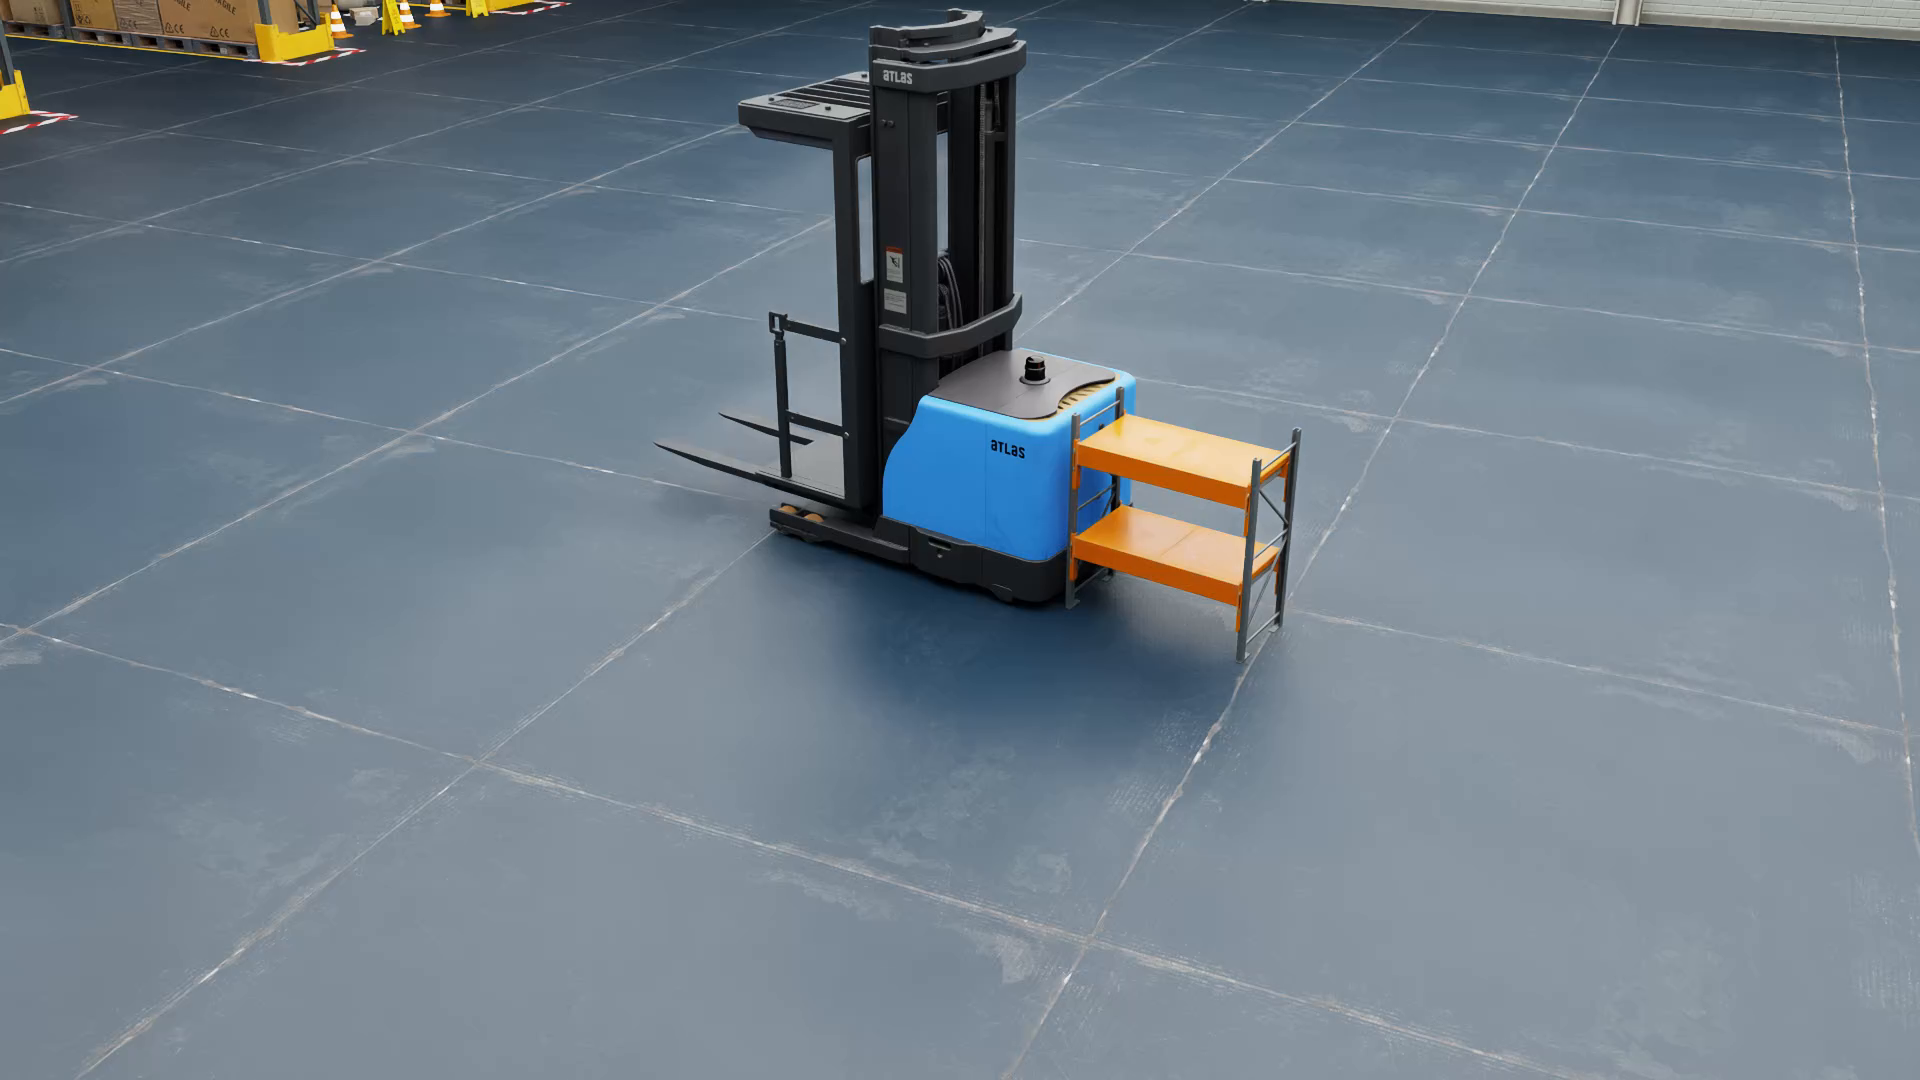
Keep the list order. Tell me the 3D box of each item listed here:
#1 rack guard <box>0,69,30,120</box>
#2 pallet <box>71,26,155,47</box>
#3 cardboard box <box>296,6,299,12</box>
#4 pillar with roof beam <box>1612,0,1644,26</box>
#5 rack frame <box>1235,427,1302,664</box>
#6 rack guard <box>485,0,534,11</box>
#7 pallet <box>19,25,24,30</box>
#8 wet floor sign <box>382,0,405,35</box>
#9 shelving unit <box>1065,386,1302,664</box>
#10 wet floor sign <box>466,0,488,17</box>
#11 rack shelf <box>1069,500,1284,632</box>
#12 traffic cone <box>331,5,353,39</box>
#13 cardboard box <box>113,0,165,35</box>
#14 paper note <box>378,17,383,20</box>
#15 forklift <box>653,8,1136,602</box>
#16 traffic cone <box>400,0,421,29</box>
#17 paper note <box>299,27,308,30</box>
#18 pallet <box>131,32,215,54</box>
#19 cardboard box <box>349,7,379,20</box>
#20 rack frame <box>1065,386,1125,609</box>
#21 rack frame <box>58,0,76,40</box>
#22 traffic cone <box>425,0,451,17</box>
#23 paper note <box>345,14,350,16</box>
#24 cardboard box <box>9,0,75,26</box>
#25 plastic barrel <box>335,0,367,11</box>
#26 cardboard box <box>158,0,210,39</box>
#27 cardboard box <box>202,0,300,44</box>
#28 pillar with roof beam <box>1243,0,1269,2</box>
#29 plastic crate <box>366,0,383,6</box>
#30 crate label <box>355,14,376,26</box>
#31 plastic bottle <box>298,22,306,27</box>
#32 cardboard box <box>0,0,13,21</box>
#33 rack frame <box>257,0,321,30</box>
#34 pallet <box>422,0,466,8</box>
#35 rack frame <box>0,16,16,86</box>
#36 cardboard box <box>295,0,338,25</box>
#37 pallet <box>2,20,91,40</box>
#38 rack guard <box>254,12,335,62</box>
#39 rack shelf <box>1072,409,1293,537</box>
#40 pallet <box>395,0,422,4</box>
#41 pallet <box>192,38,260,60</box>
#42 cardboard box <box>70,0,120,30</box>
[{"bbox_3d":[-11.769,-5.261,19.870,0.348,0.500,1.175,11,28,22],"label":"rack guard"},{"bbox_3d":[-12.537,-7.654,25.058,1.213,0.211,1.003,11,28,22],"label":"pallet"},{"bbox_3d":[-11.100,-8.765,26.830,0.503,0.637,0.797,11,28,22],"label":"cardboard box"},{"bbox_3d":[8.796,-10.509,20.907,0.400,9.000,9.100,11,28,22],"label":"pillar with roof beam"},{"bbox_3d":[1.560,0.032,8.412,0.032,1.125,0.500,17,31,31],"label":"rack frame"},{"bbox_3d":[-7.667,-9.246,27.963,0.348,0.500,1.175,11,28,22],"label":"rack guard"},{"bbox_3d":[-15.045,-8.158,26.081,1.213,0.211,1.003,11,28,22],"label":"pallet"},{"bbox_3d":[-8.709,-8.079,25.429,0.232,0.644,0.267,6,27,13],"label":"wet floor sign"},{"bbox_3d":[1.142,-0.096,8.672,1.048,1.125,0.538,17,31,31],"label":"shelving unit"},{"bbox_3d":[-7.868,-8.832,26.959,0.232,0.644,0.267,23,35,39],"label":"wet floor sign"},{"bbox_3d":[1.142,0.123,8.780,1.000,0.278,0.538,17,31,31],"label":"rack shelf"},{"bbox_3d":[-9.451,-7.875,25.220,0.334,0.463,0.336,11,28,22],"label":"traffic cone"},{"bbox_3d":[-11.831,-8.005,24.543,0.875,0.875,0.875,12,28,22],"label":"cardboard box"},{"bbox_3d":[-9.283,-8.394,26.764,0.142,0.019,0.148,2,26,4],"label":"paper note"},{"bbox_3d":[-0.510,-1.472,9.422,3.031,2.935,1.130,17,31,31],"label":"forklift"},{"bbox_3d":[-8.674,-8.267,26.017,0.334,0.463,0.336,11,28,22],"label":"traffic cone"},{"bbox_3d":[-10.242,-7.974,25.913,0.142,0.017,0.144,23,35,39],"label":"paper note"},{"bbox_3d":[-11.422,-7.432,24.606,1.213,0.211,1.003,11,28,22],"label":"pallet"},{"bbox_3d":[-9.627,-8.502,26.850,0.380,0.149,0.250,-18,31,-31],"label":"cardboard box"},{"bbox_3d":[0.724,-0.224,8.932,0.032,1.125,0.500,17,31,31],"label":"rack frame"},{"bbox_3d":[-13.196,-9.076,24.788,0.127,3.000,1.000,11,28,22],"label":"rack frame"},{"bbox_3d":[-8.524,-8.775,27.050,0.334,0.463,0.336,11,28,22],"label":"traffic cone"},{"bbox_3d":[-9.994,-8.604,27.205,0.142,0.019,0.148,23,35,39],"label":"paper note"},{"bbox_3d":[-13.799,-8.332,25.350,0.750,0.750,1.050,11,28,22],"label":"cardboard box"},{"bbox_3d":[-10.105,-8.967,27.483,0.512,0.421,0.421,-12,29,-23],"label":"plastic barrel"},{"bbox_3d":[-11.002,-7.837,24.202,0.875,0.875,0.875,11,28,21],"label":"cardboard box"},{"bbox_3d":[-10.200,-7.677,23.877,0.875,0.875,0.875,12,28,22],"label":"cardboard box"},{"bbox_3d":[3.334,-11.606,23.136,0.400,9.000,9.100,11,28,22],"label":"pillar with roof beam"},{"bbox_3d":[-10.150,-9.158,28.261,0.583,0.080,0.402,2,26,4],"label":"plastic crate"},{"bbox_3d":[-9.415,-8.239,26.330,0.298,0.136,0.250,-2,26,-5],"label":"crate label"},{"bbox_3d":[-10.454,-8.110,26.153,0.283,0.061,0.133,2,26,4],"label":"plastic bottle"},{"bbox_3d":[-14.675,-8.510,25.711,0.750,0.750,1.050,11,28,22],"label":"cardboard box"},{"bbox_3d":[-9.555,-8.345,23.303,0.127,3.000,1.000,11,28,22],"label":"rack frame"},{"bbox_3d":[-8.392,-9.279,28.358,1.213,0.211,1.003,11,28,22],"label":"pallet"},{"bbox_3d":[-11.700,-6.369,19.290,0.127,3.000,1.000,11,28,22],"label":"rack frame"},{"bbox_3d":[-10.245,-8.537,26.519,0.637,0.503,0.797,-7,27,-14],"label":"cardboard box"},{"bbox_3d":[-13.930,-7.936,25.629,1.213,0.211,1.003,11,28,22],"label":"pallet"},{"bbox_3d":[-9.533,-7.219,23.846,0.348,0.500,1.175,11,28,22],"label":"rack guard"},{"bbox_3d":[1.142,-0.359,8.543,1.000,0.278,0.538,17,31,31],"label":"rack shelf"},{"bbox_3d":[-9.499,-9.503,28.812,1.213,0.211,1.003,11,28,22],"label":"pallet"},{"bbox_3d":[-10.315,-7.208,24.152,1.213,0.211,1.003,11,28,22],"label":"pallet"},{"bbox_3d":[-12.653,-8.168,24.874,0.875,0.875,0.875,12,29,23],"label":"cardboard box"}]
